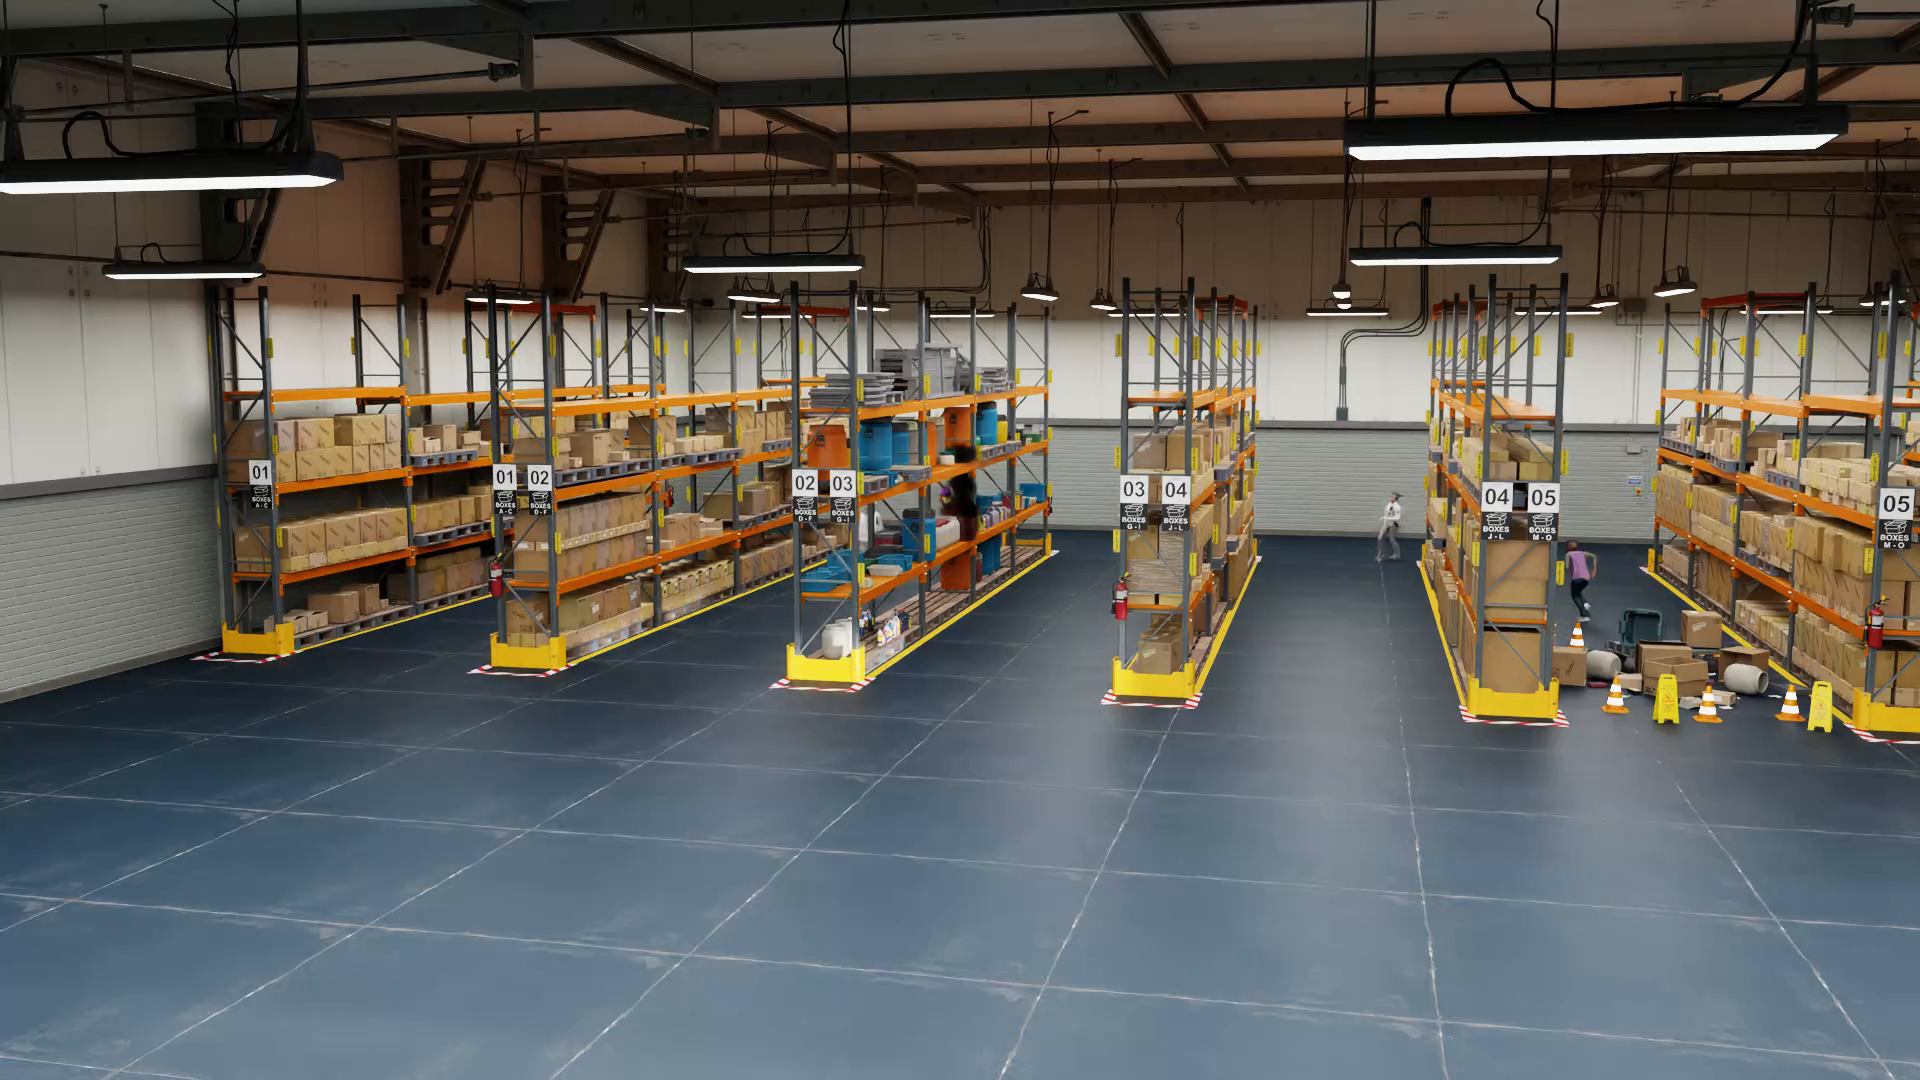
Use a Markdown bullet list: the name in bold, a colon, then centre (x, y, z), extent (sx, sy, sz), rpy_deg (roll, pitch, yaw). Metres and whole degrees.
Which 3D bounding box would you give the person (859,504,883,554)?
- **person**: centre (-1.835, 0.065, 33.036), extent (0.643, 1.862, 0.707), rpy_deg (1, 7, 7)

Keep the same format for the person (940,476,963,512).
- **person**: centre (-0.197, -0.820, 43.381), extent (0.534, 1.696, 0.748), rpy_deg (4, 7, 29)

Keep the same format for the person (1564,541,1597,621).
- **person**: centre (11.507, 0.757, 30.851), extent (0.574, 1.429, 0.786), rpy_deg (-1, 7, -10)

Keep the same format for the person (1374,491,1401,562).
- **person**: centre (10.181, -0.308, 39.108), extent (0.693, 1.702, 0.593), rpy_deg (-4, 8, -29)
